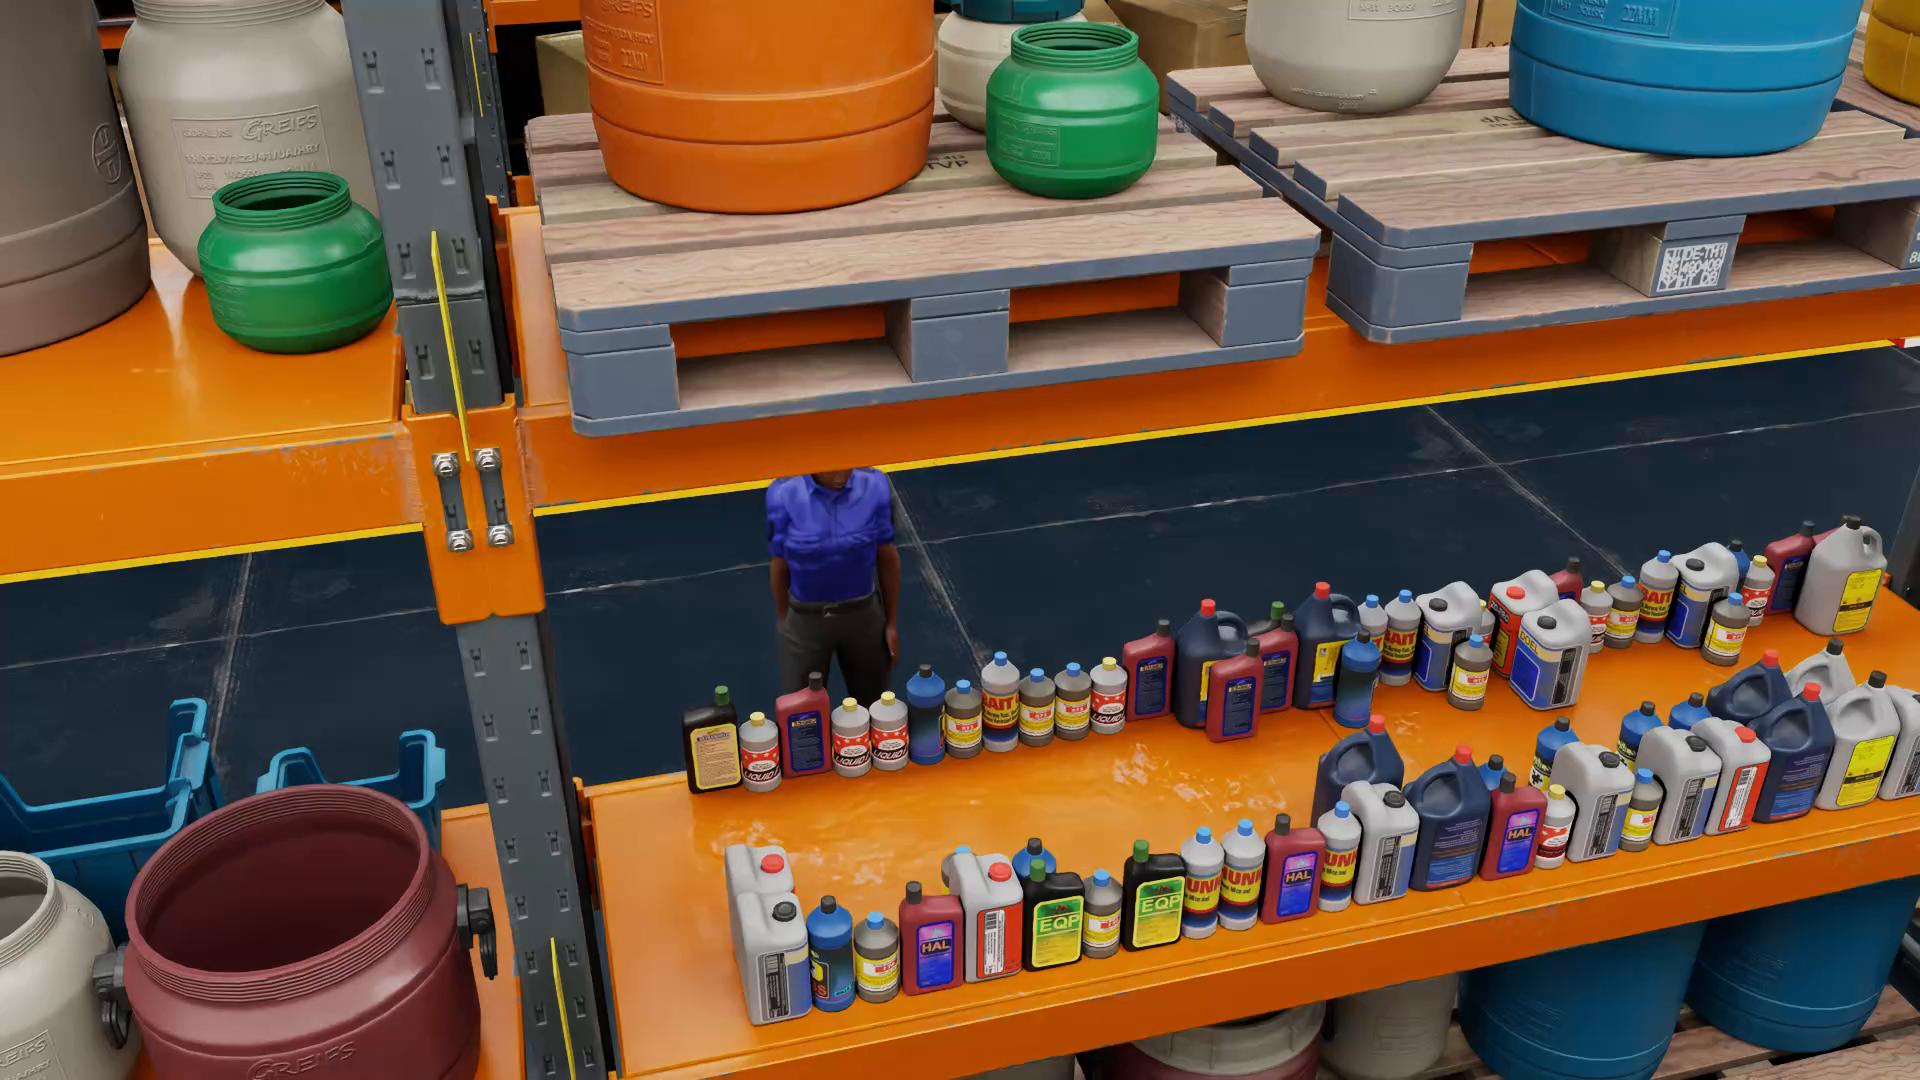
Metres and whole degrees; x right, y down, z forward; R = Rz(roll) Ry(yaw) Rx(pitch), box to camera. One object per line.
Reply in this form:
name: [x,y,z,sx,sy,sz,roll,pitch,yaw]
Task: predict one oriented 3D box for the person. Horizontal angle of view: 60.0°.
person: [-0.414,0.297,5.653,0.443,1.642,0.319,-7,31,-12]
